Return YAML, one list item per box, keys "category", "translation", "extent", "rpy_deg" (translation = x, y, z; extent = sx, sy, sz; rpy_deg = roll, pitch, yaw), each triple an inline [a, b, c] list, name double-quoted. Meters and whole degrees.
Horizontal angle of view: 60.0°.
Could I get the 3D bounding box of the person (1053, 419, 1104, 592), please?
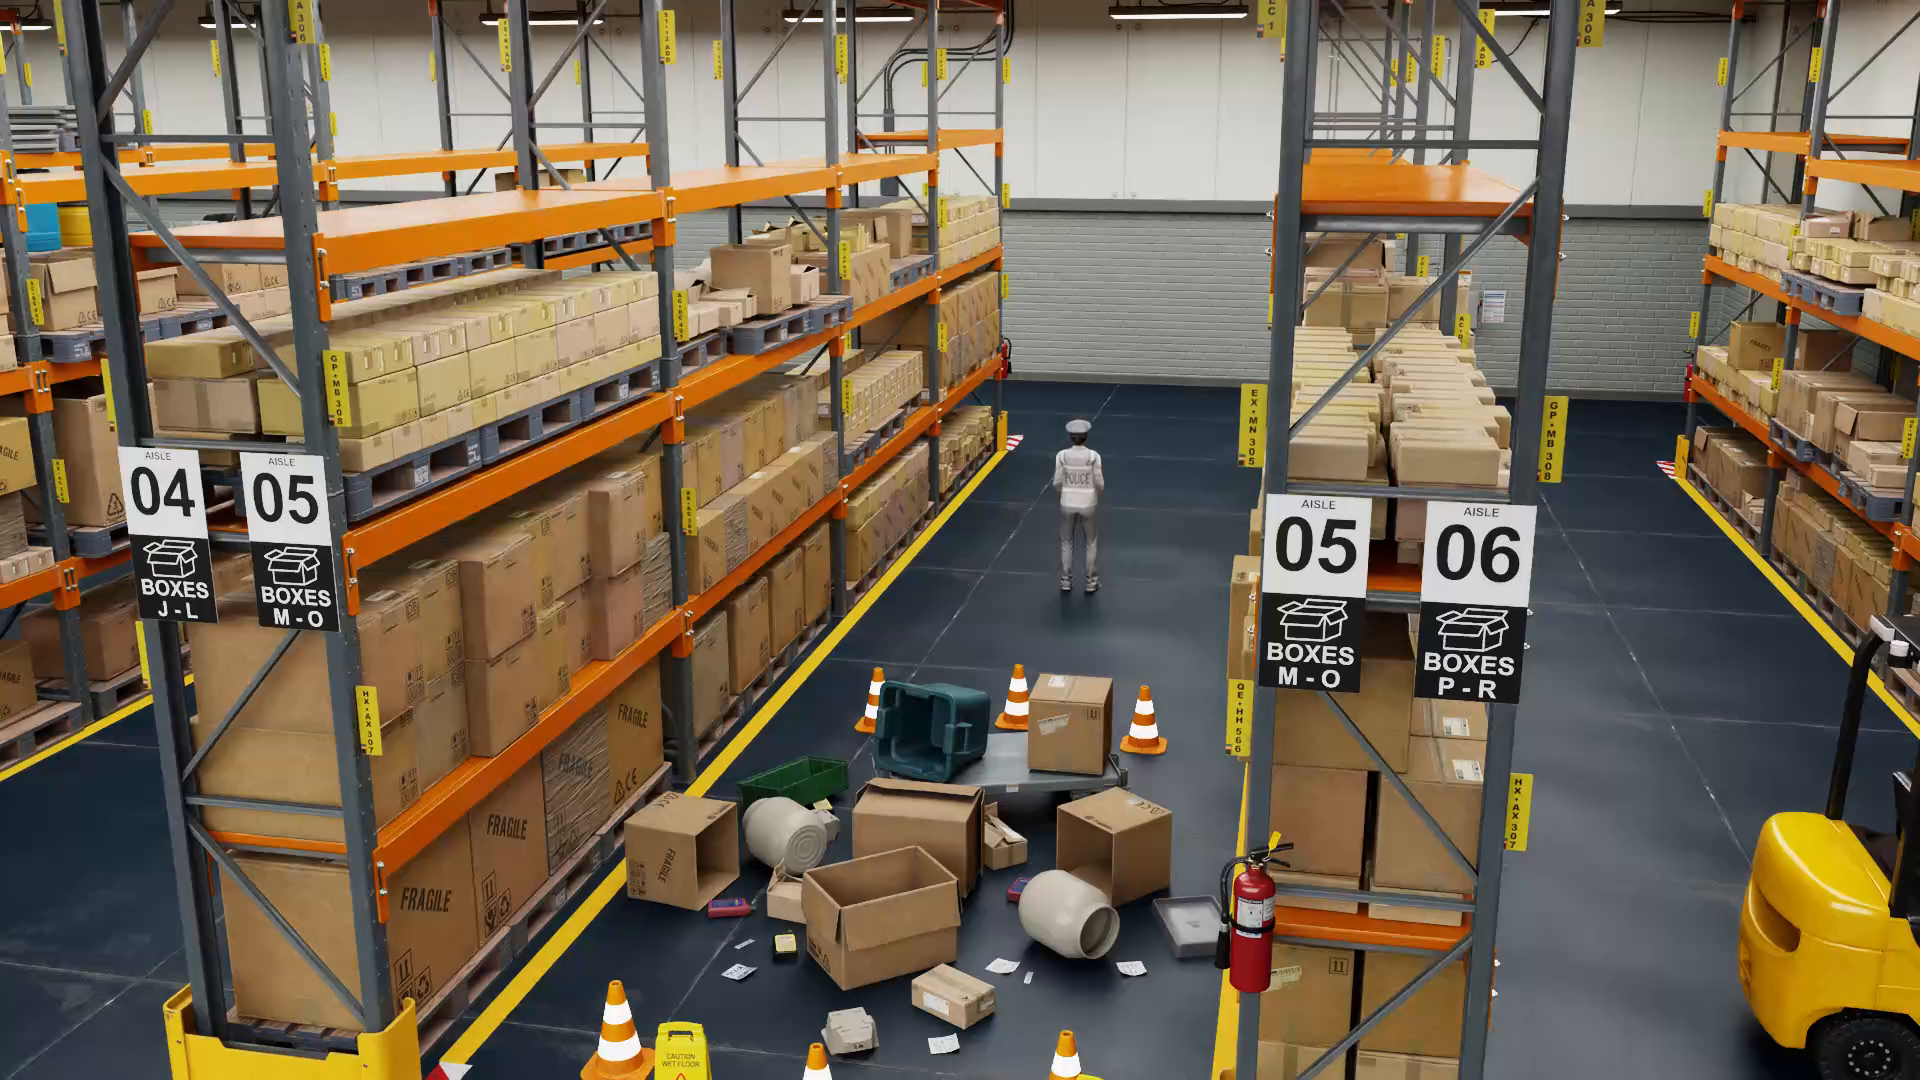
- category: "person"
  translation: [1.161, -0.342, 16.254]
  extent: [0.497, 1.687, 0.439]
  rpy_deg: [3, 15, 10]
